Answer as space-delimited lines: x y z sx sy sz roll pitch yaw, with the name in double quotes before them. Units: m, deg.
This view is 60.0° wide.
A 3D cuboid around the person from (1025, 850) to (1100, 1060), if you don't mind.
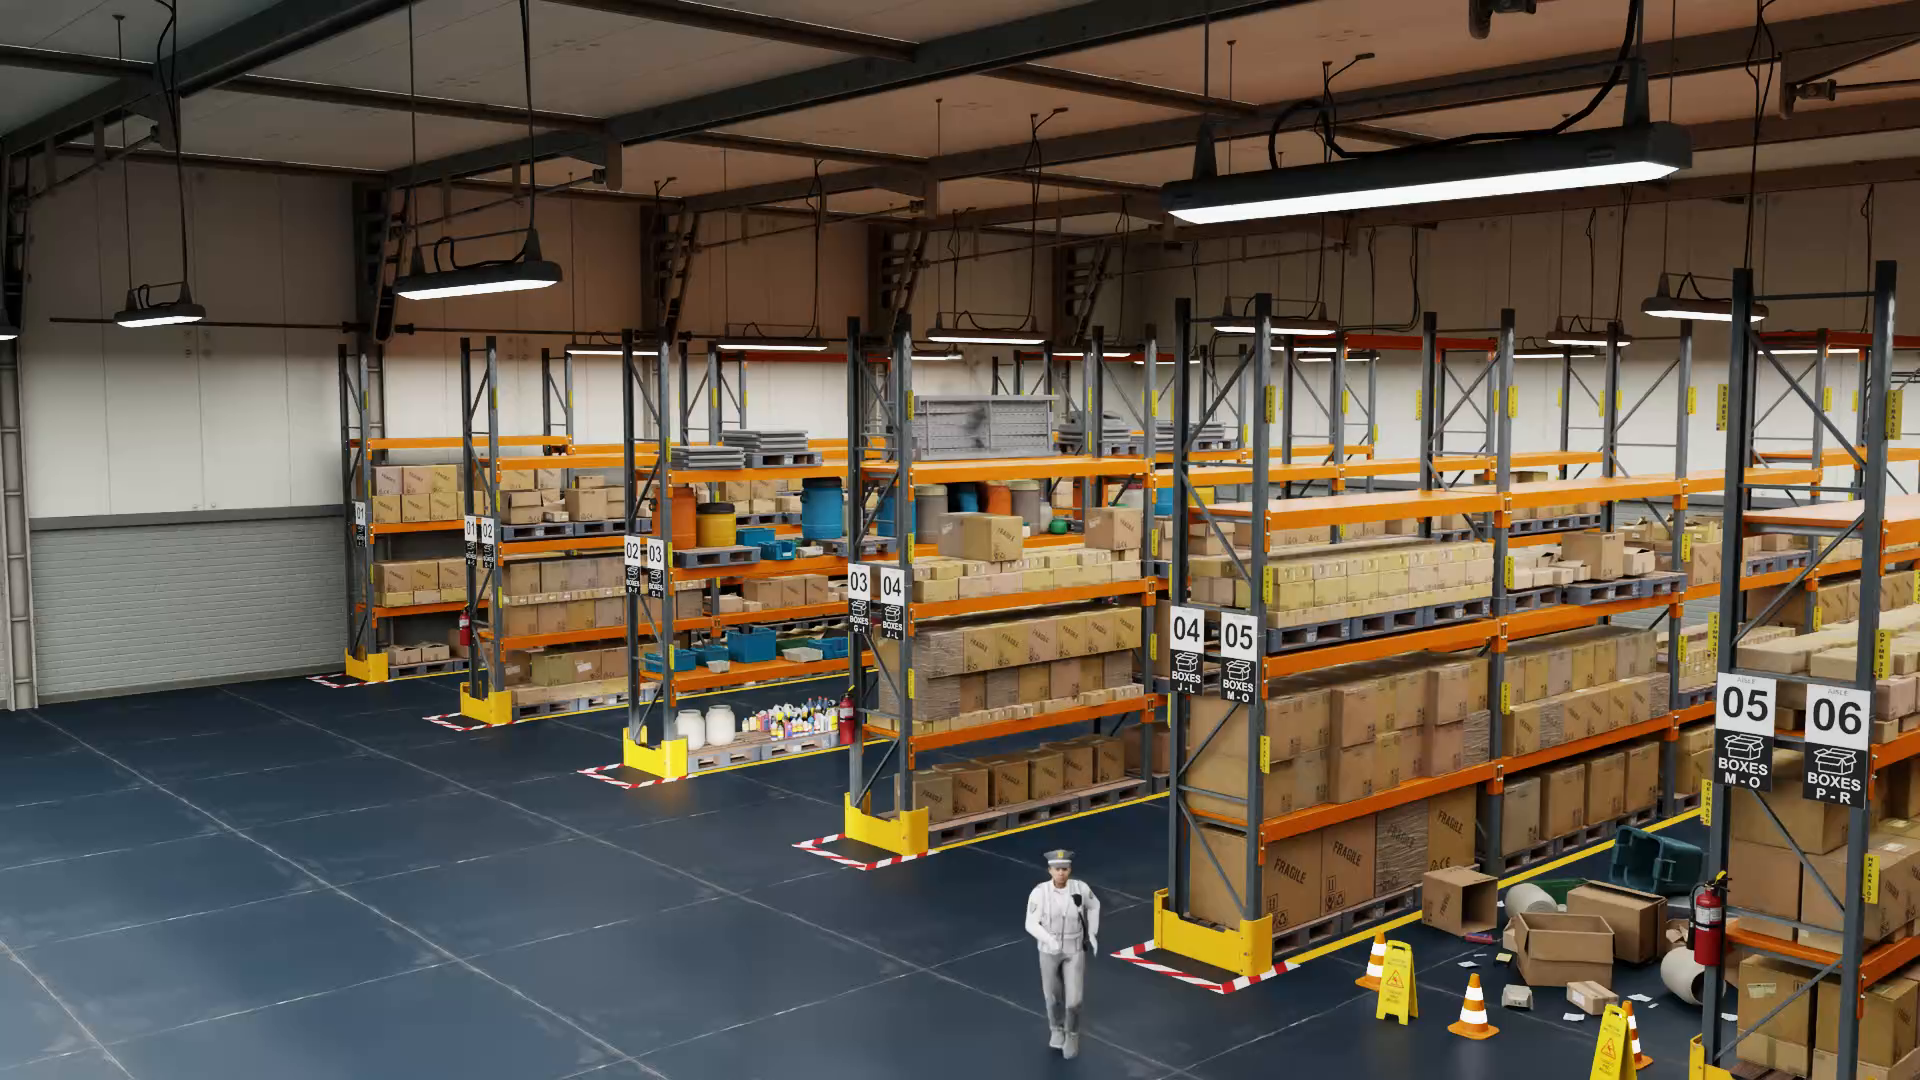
"person" 0.793 3.181 12.794 0.578 1.671 0.739 0 5 3
